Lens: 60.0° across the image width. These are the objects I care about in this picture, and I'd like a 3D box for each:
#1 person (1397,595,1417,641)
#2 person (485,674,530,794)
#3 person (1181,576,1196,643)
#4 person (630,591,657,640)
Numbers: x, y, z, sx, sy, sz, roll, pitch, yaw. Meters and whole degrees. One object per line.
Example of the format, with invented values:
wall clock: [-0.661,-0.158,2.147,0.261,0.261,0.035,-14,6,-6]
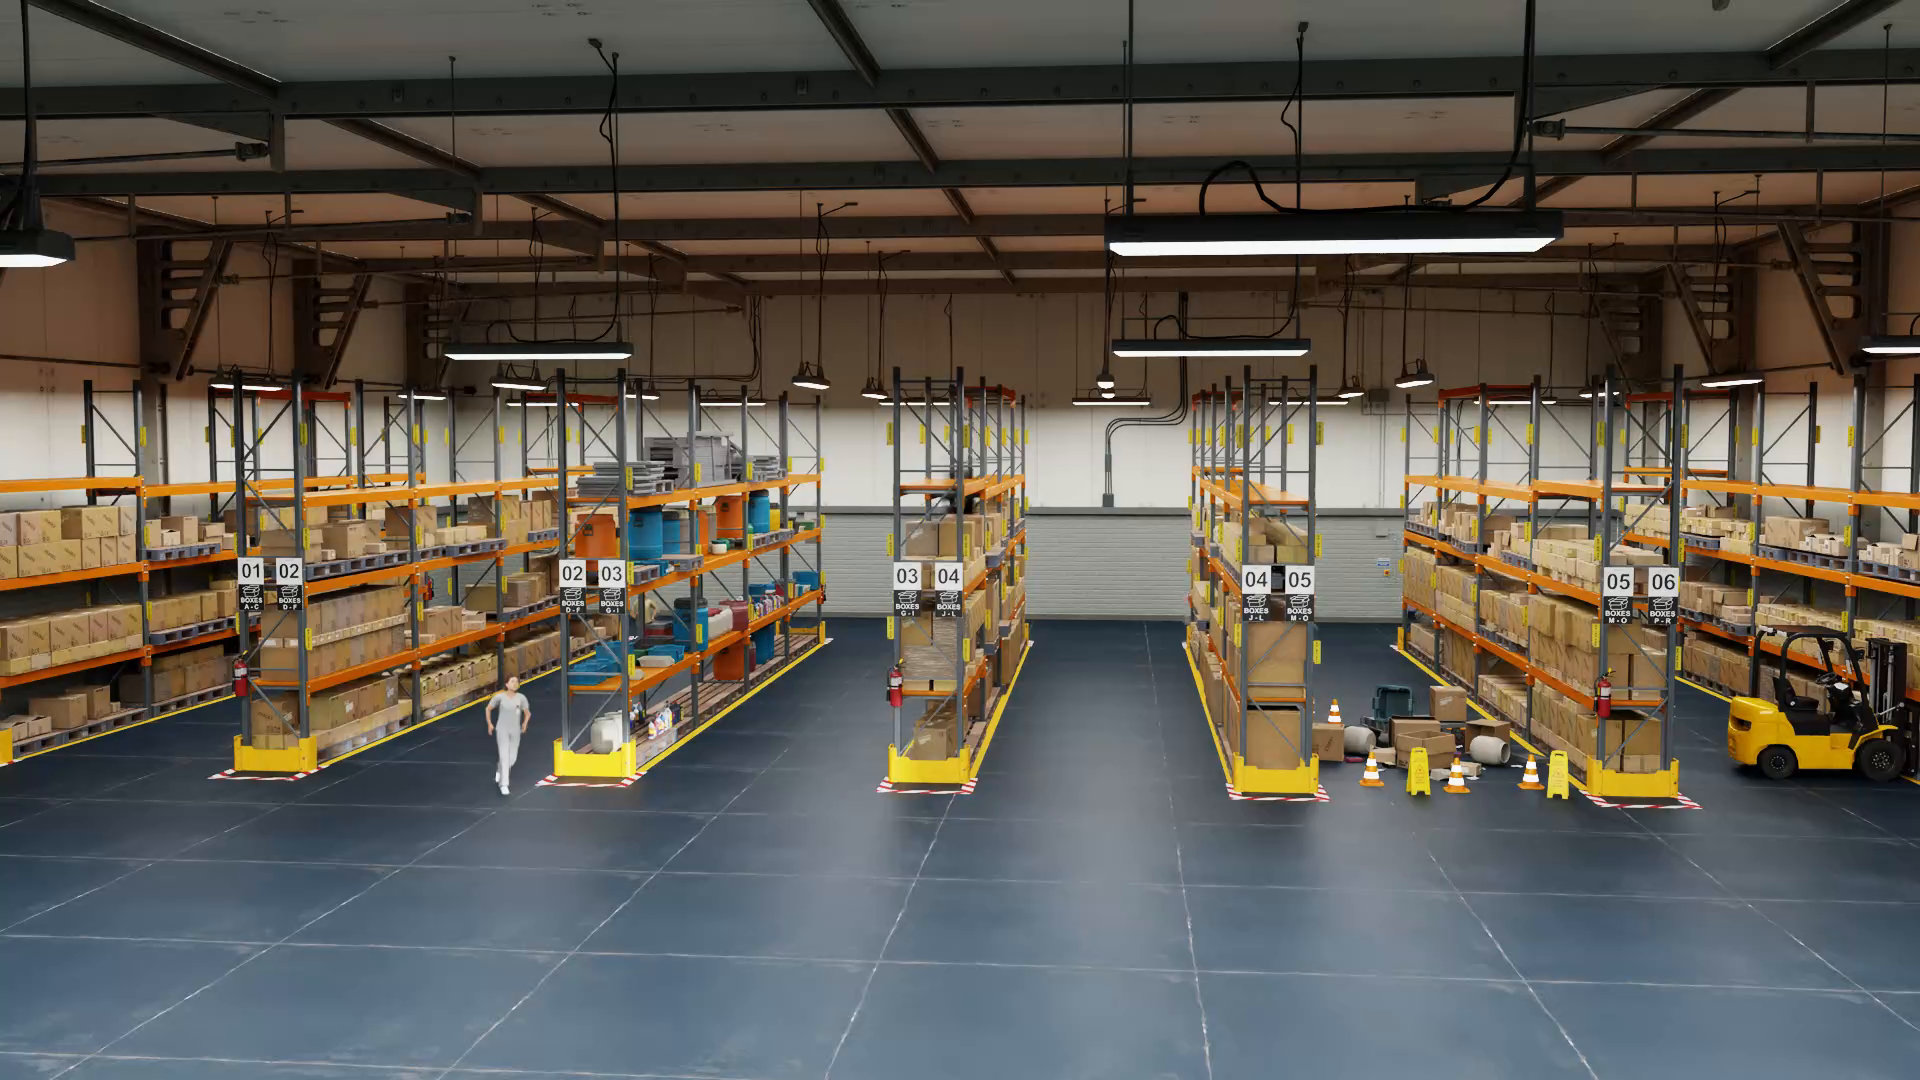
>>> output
person: [10.955,1.714,40.338,0.796,1.605,0.556,2,4,30]
person: [-6.398,2.733,23.597,0.616,1.646,0.683,-2,4,-25]
person: [5.749,1.662,40.439,0.752,1.730,0.701,0,4,0]
person: [-6.991,1.911,36.684,0.555,1.644,0.922,0,4,-5]
